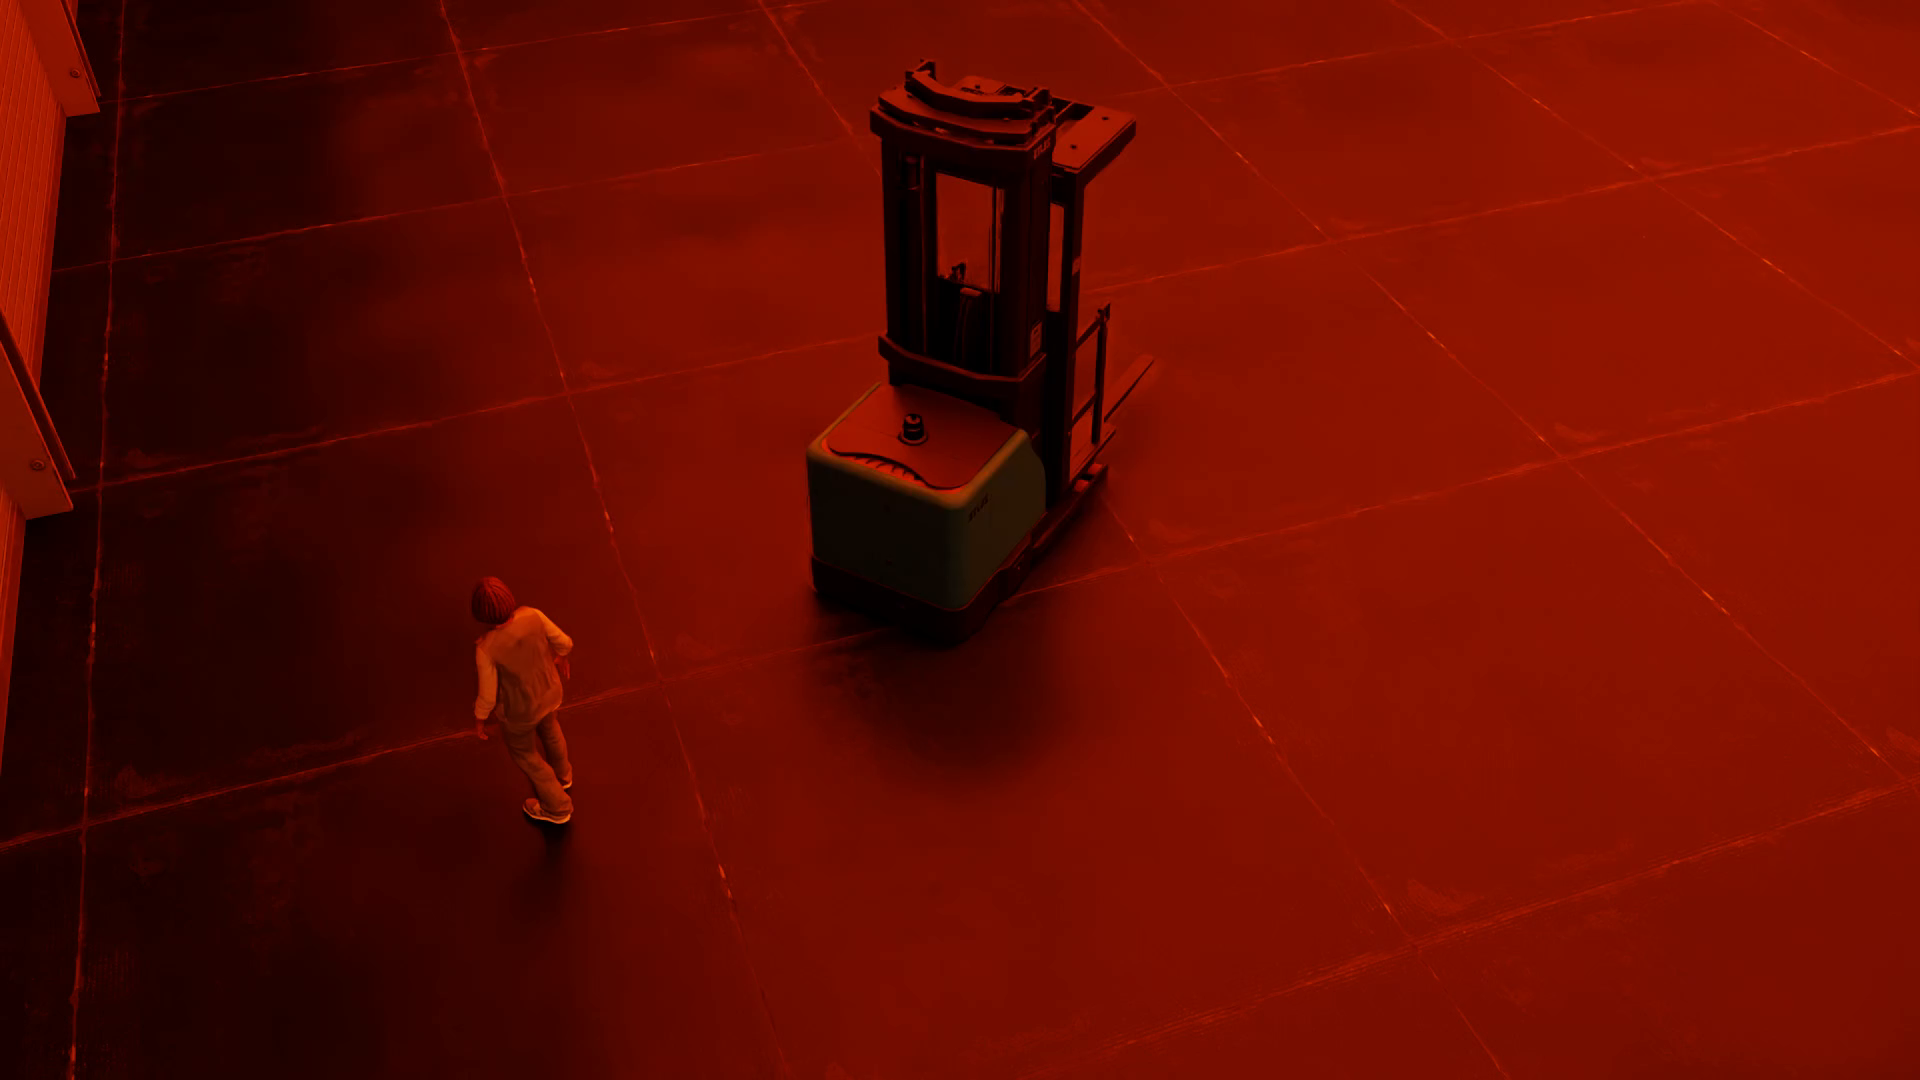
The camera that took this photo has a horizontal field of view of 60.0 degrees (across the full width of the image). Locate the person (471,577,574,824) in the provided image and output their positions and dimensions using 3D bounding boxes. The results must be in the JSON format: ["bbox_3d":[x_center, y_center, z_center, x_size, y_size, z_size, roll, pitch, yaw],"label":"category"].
[{"bbox_3d":[-2.165,0.759,8.135,0.449,1.596,0.590,24,46,26],"label":"person"}]

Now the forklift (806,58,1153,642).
[{"bbox_3d":[0.292,-1.475,9.753,1.130,2.935,3.031,20,44,22],"label":"forklift"}]
